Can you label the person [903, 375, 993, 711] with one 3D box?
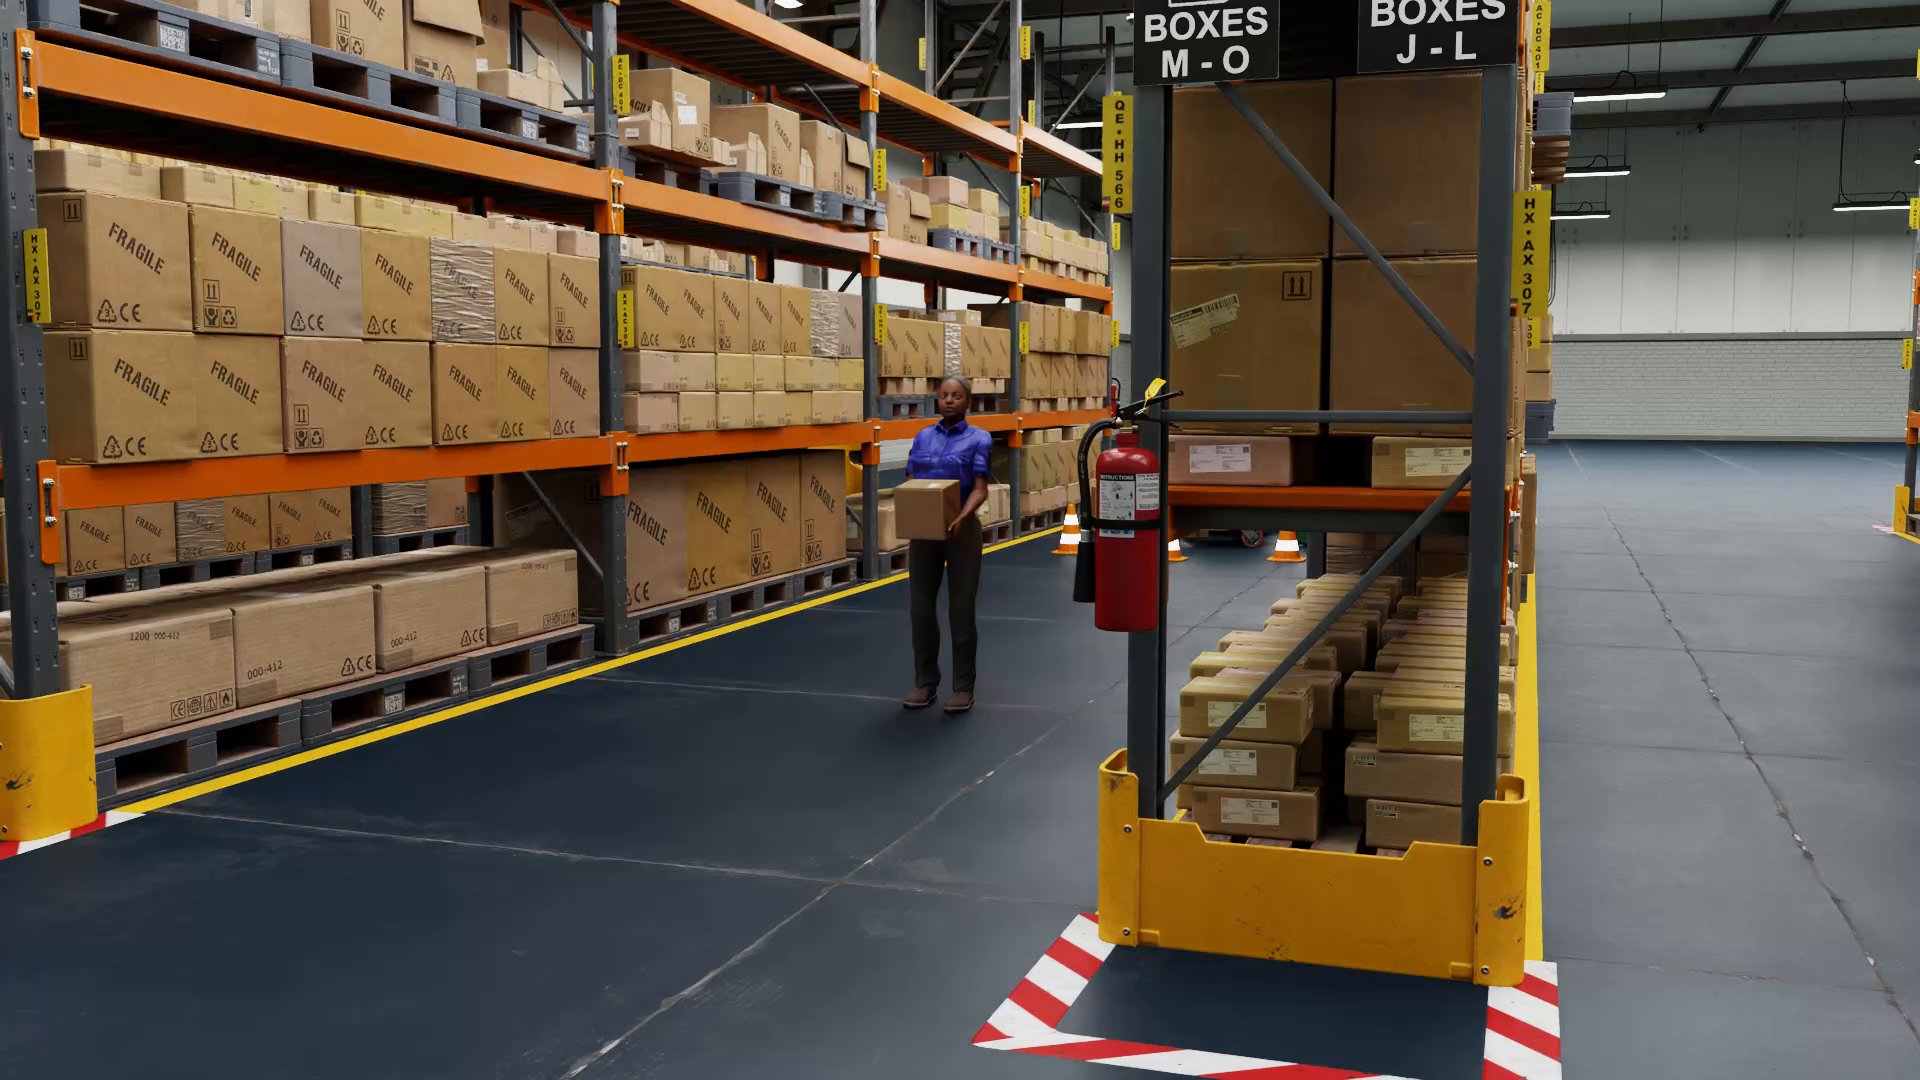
[{"bbox_3d":[-0.090,0.012,8.197,0.449,1.645,0.521,2,6,19],"label":"person"}]
